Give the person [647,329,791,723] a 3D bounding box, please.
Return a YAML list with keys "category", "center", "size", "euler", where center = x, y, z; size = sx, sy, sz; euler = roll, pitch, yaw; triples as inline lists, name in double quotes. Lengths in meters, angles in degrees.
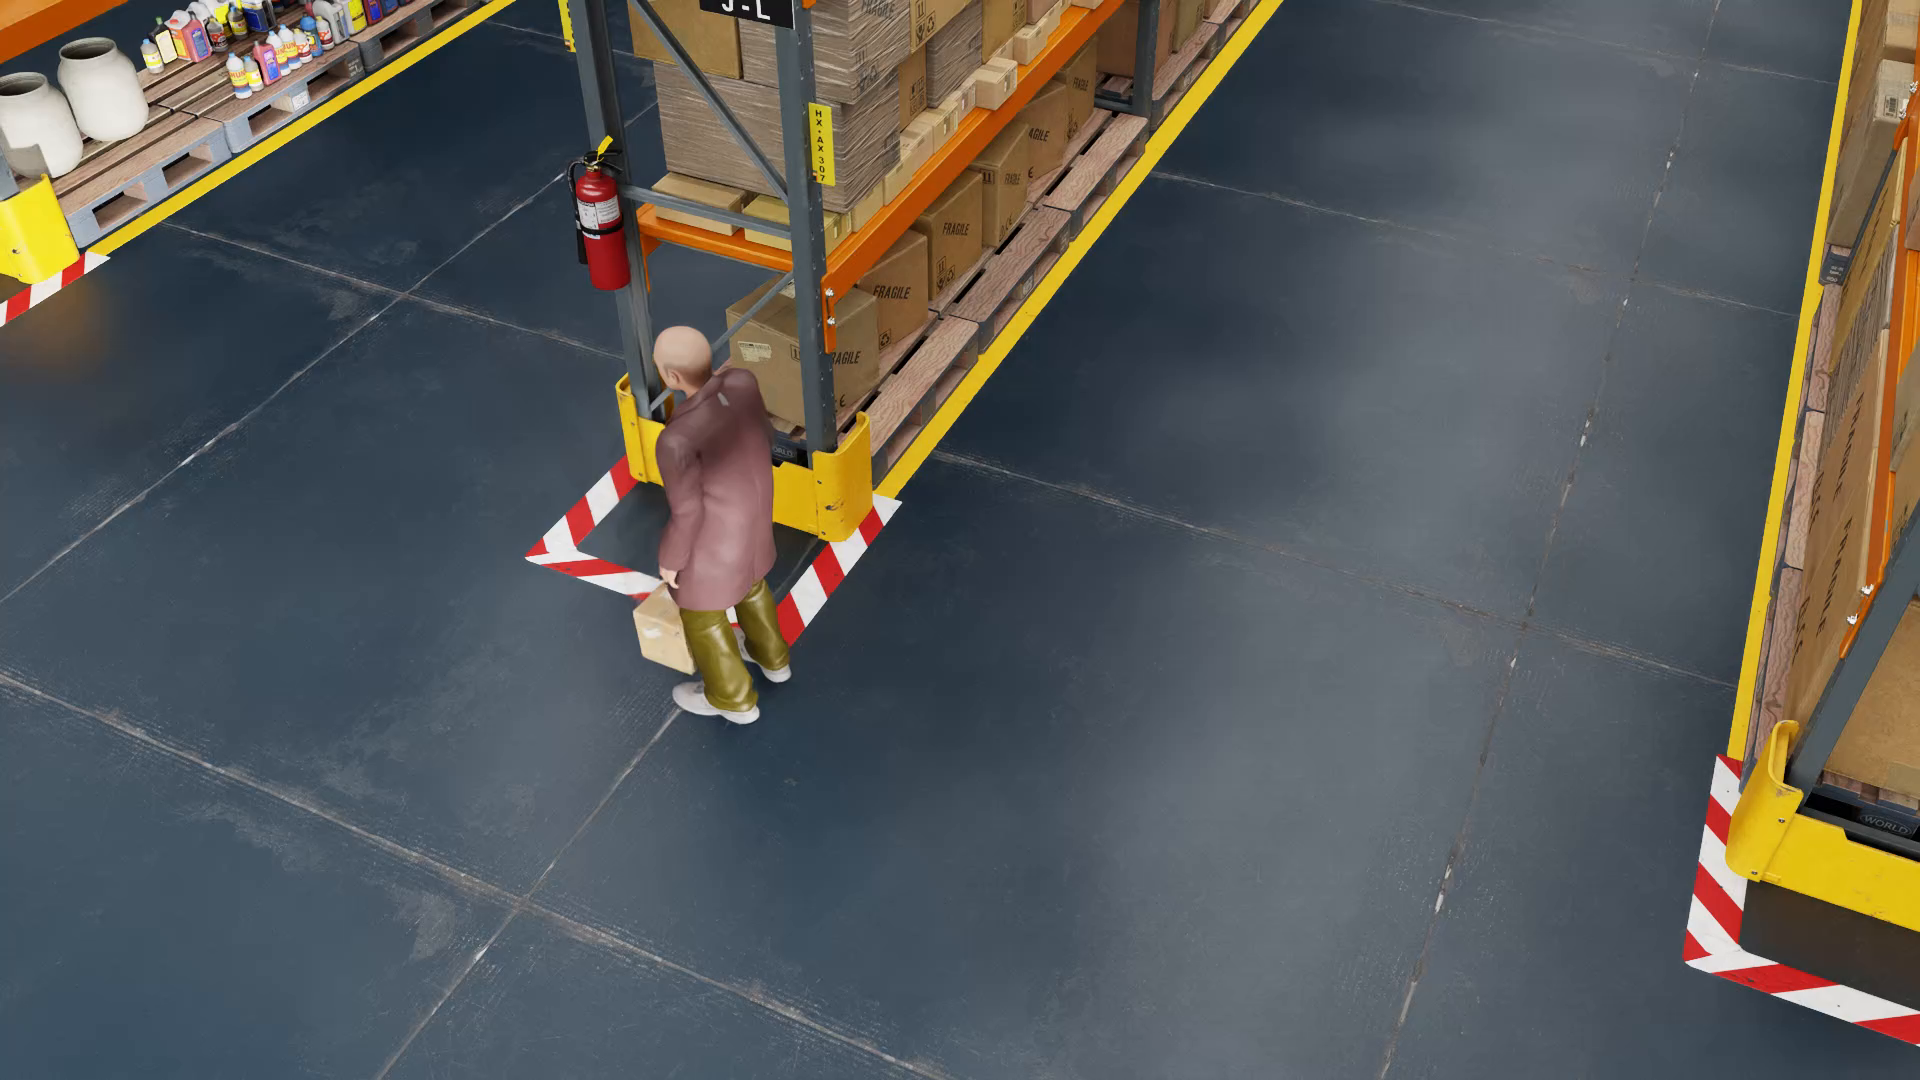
- category: "person"
  center: [-0.916, -0.038, 6.215]
  size: [0.429, 1.772, 0.647]
  euler: [18, 45, 20]
